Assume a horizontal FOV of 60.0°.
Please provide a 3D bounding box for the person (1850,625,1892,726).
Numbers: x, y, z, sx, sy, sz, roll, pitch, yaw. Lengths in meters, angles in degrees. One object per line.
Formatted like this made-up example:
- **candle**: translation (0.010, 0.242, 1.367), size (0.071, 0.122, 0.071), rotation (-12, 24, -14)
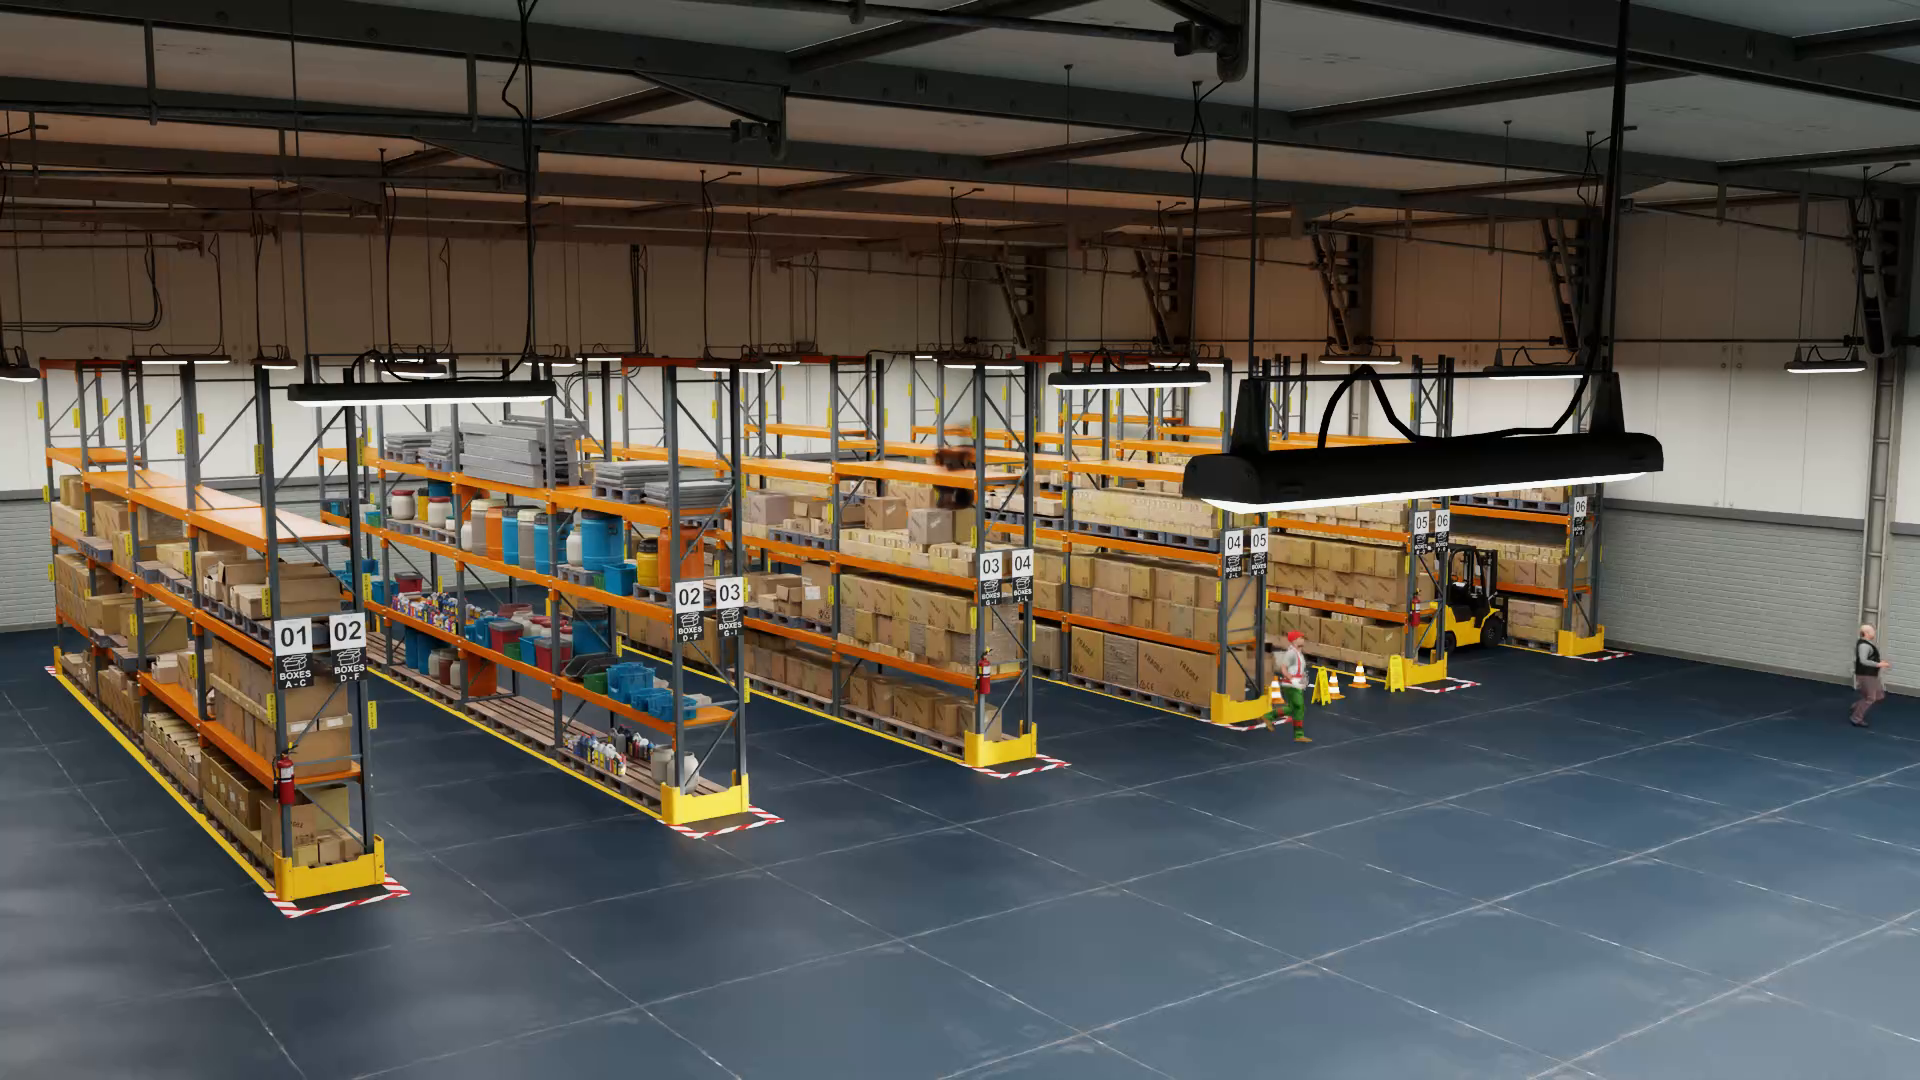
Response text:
- **person**: translation (14.933, 2.222, 27.248), size (0.580, 1.676, 0.649), rotation (4, 8, 32)

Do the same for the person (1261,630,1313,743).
- **person**: translation (5.212, 2.294, 26.298), size (0.784, 1.777, 0.659), rotation (2, 7, 18)
